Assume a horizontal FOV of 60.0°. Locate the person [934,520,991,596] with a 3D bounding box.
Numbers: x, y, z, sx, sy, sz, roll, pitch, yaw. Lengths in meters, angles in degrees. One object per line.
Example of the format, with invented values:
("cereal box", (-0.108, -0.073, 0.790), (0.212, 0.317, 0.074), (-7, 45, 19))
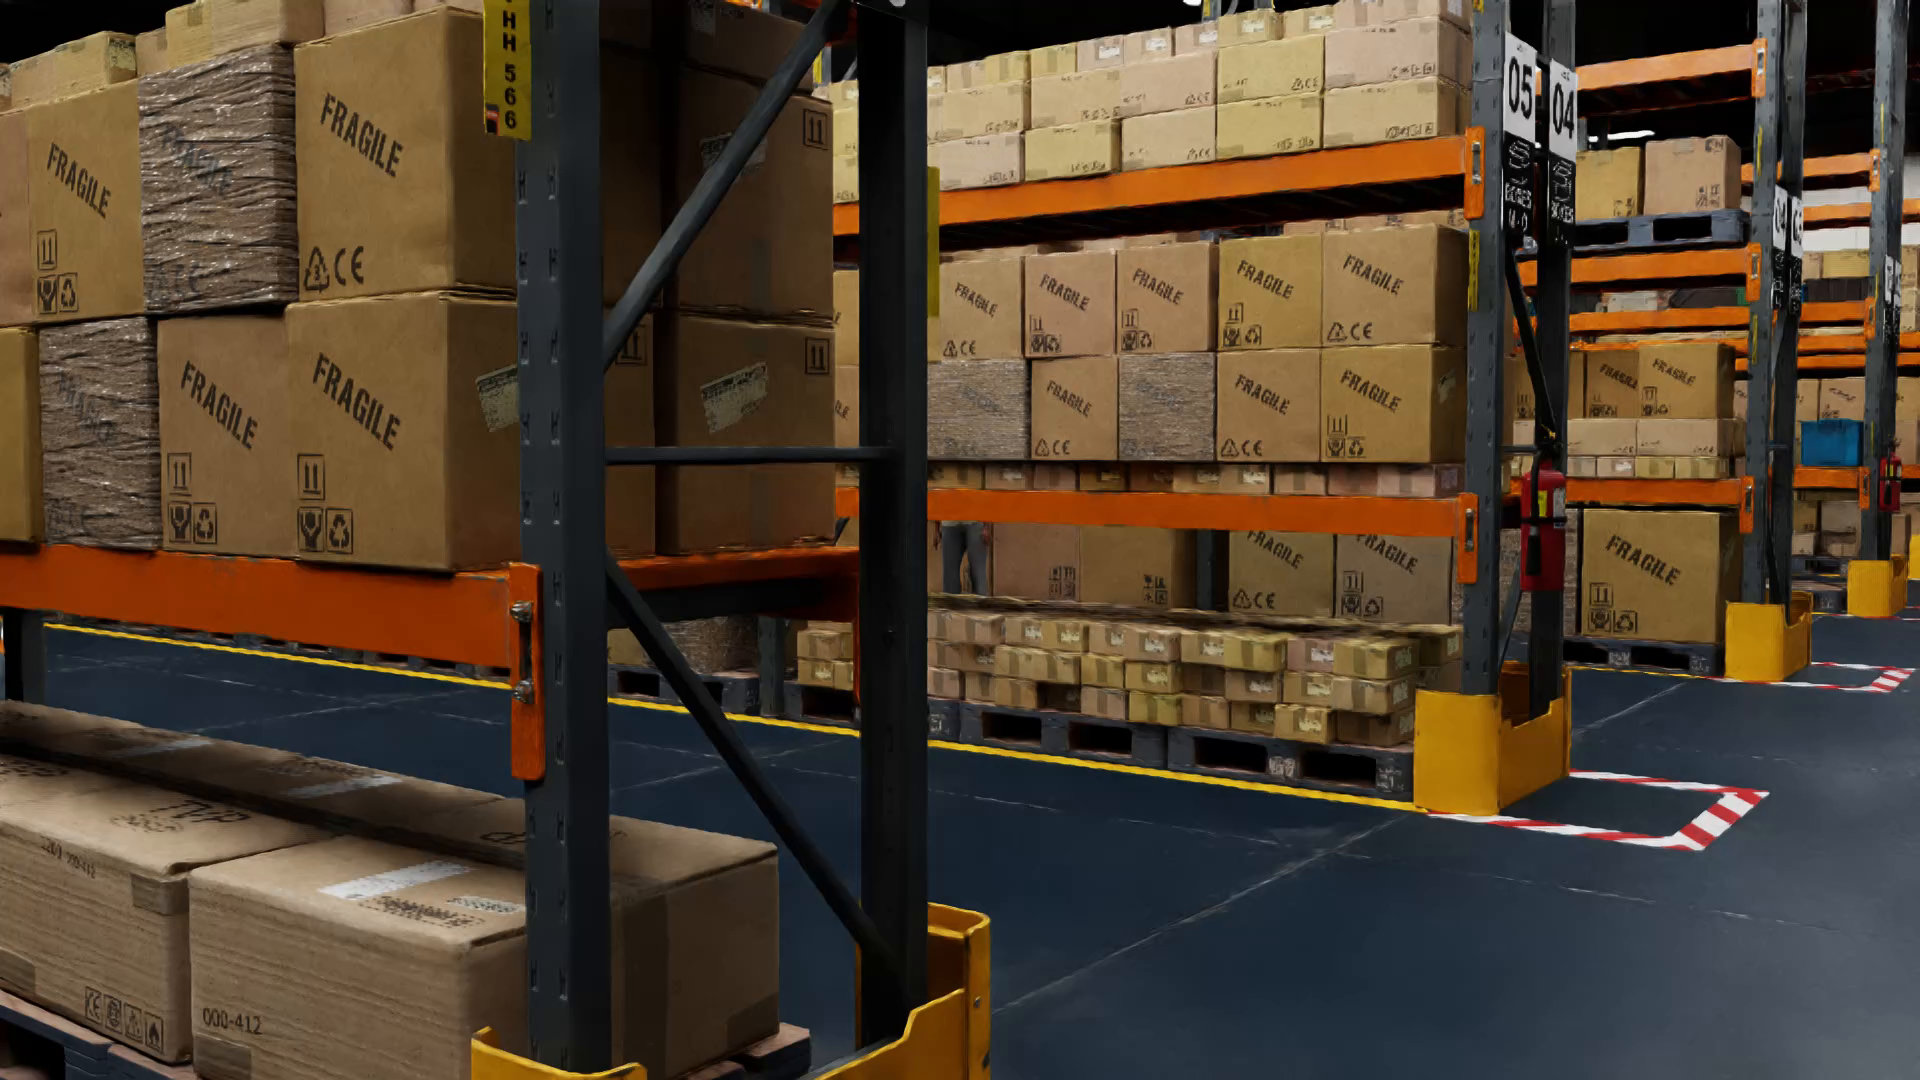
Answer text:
("person", (0.021, -0.087, 13.130), (0.502, 1.691, 0.364), (1, 3, 19))
